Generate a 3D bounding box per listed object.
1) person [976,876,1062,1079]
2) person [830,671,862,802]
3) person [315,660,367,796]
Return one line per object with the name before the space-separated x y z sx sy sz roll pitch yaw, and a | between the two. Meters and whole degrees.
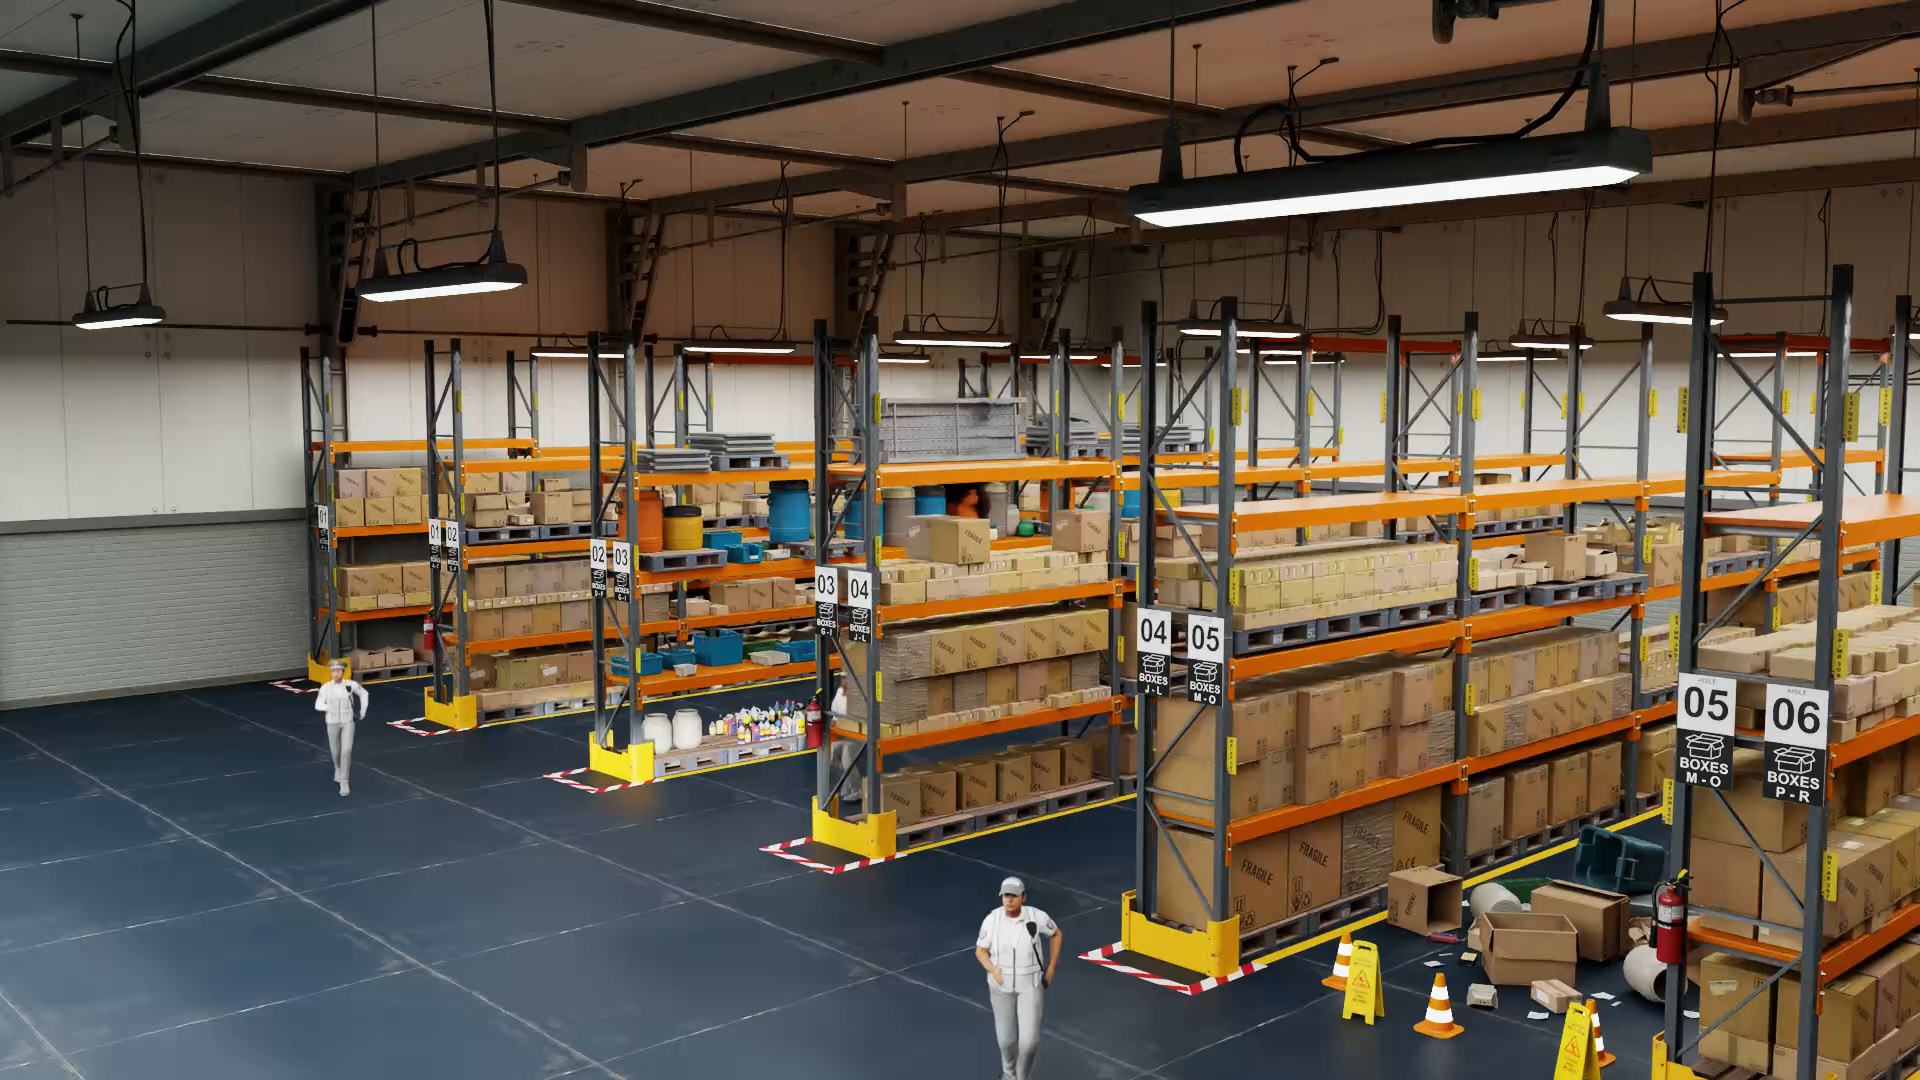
person | 0.416 3.286 12.163 0.610 1.663 0.648 1 5 9
person | -1.440 2.451 20.933 0.696 1.723 0.640 5 7 43
person | -8.075 2.406 21.702 0.621 1.695 0.938 -1 5 -13
